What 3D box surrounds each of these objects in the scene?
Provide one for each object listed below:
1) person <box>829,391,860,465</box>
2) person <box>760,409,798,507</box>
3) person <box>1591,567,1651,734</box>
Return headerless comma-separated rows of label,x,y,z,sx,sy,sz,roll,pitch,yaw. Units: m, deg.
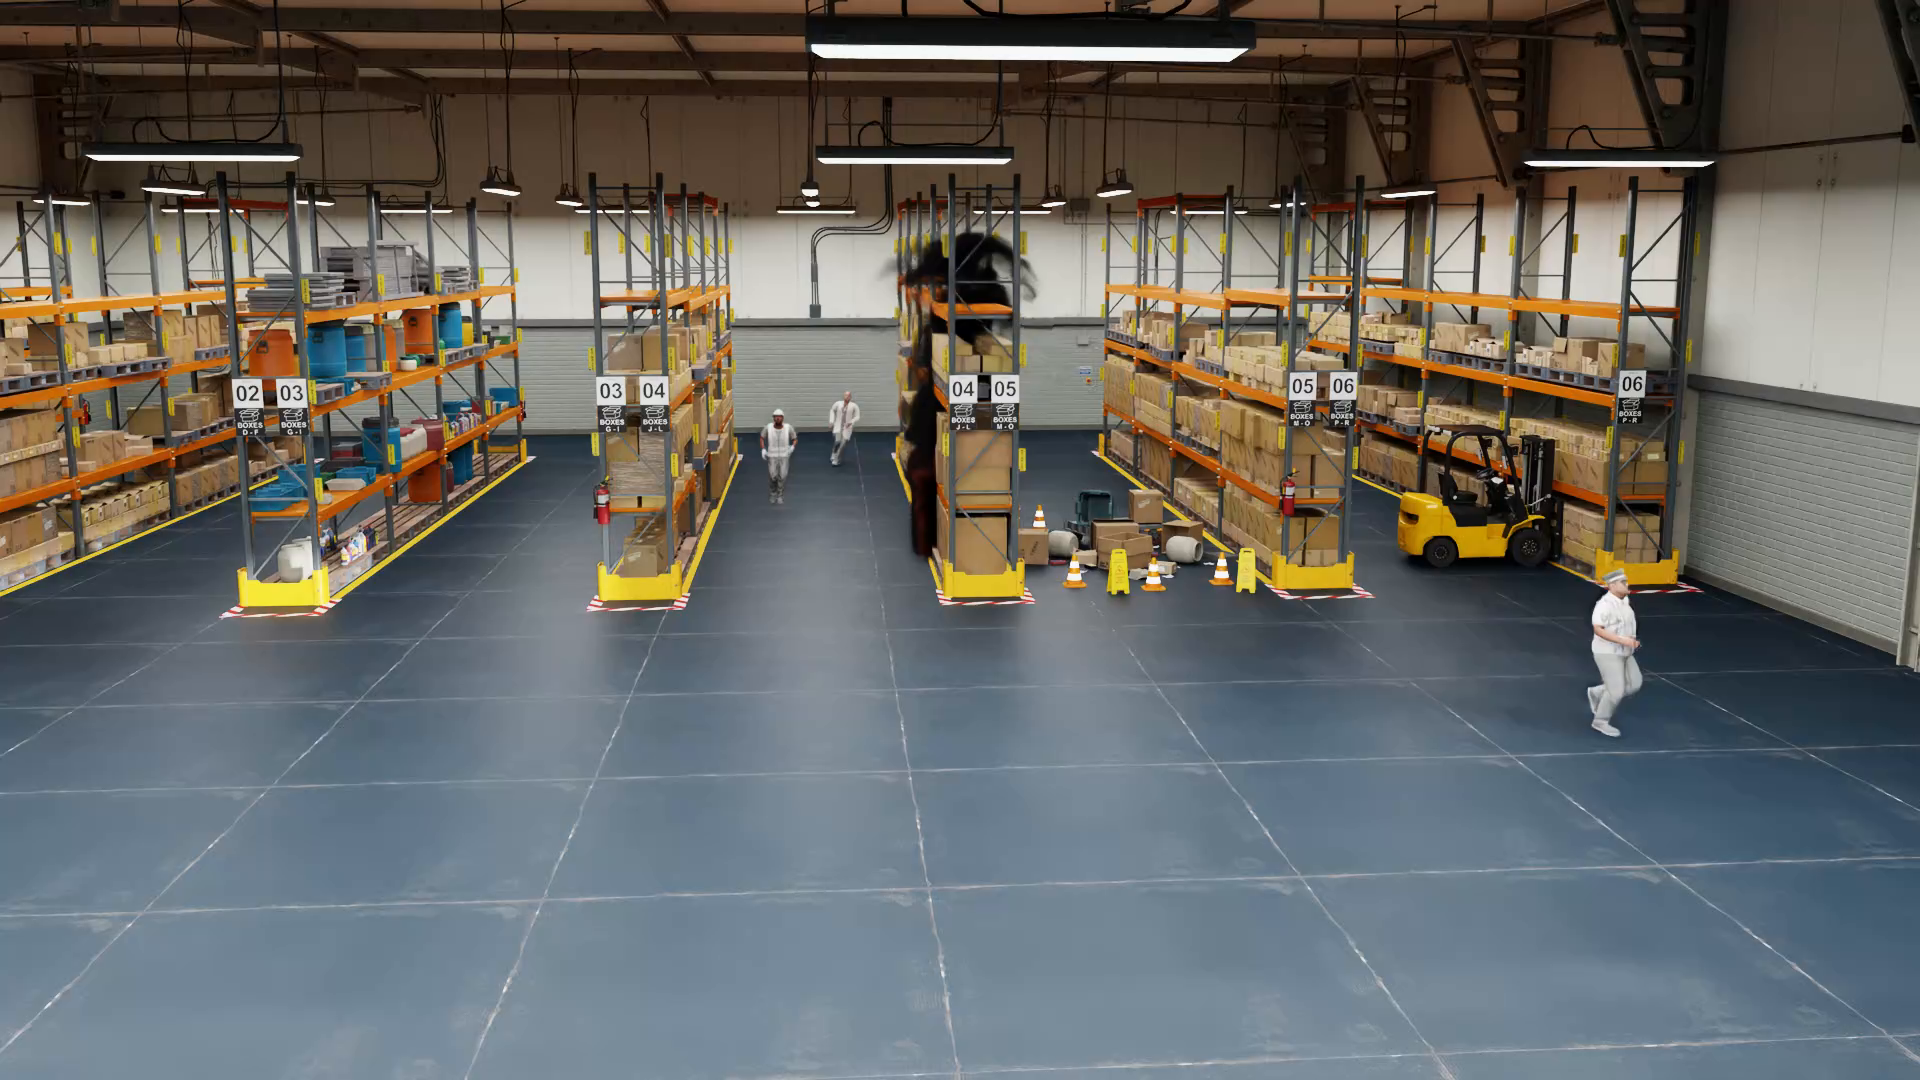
person,-2.662,-2.574,38.292,0.709,1.705,0.641,0,10,0
person,-3.315,-1.500,30.559,0.685,1.804,0.610,-2,10,-10
person,6.848,1.146,17.154,0.697,1.757,0.597,-10,14,-43
